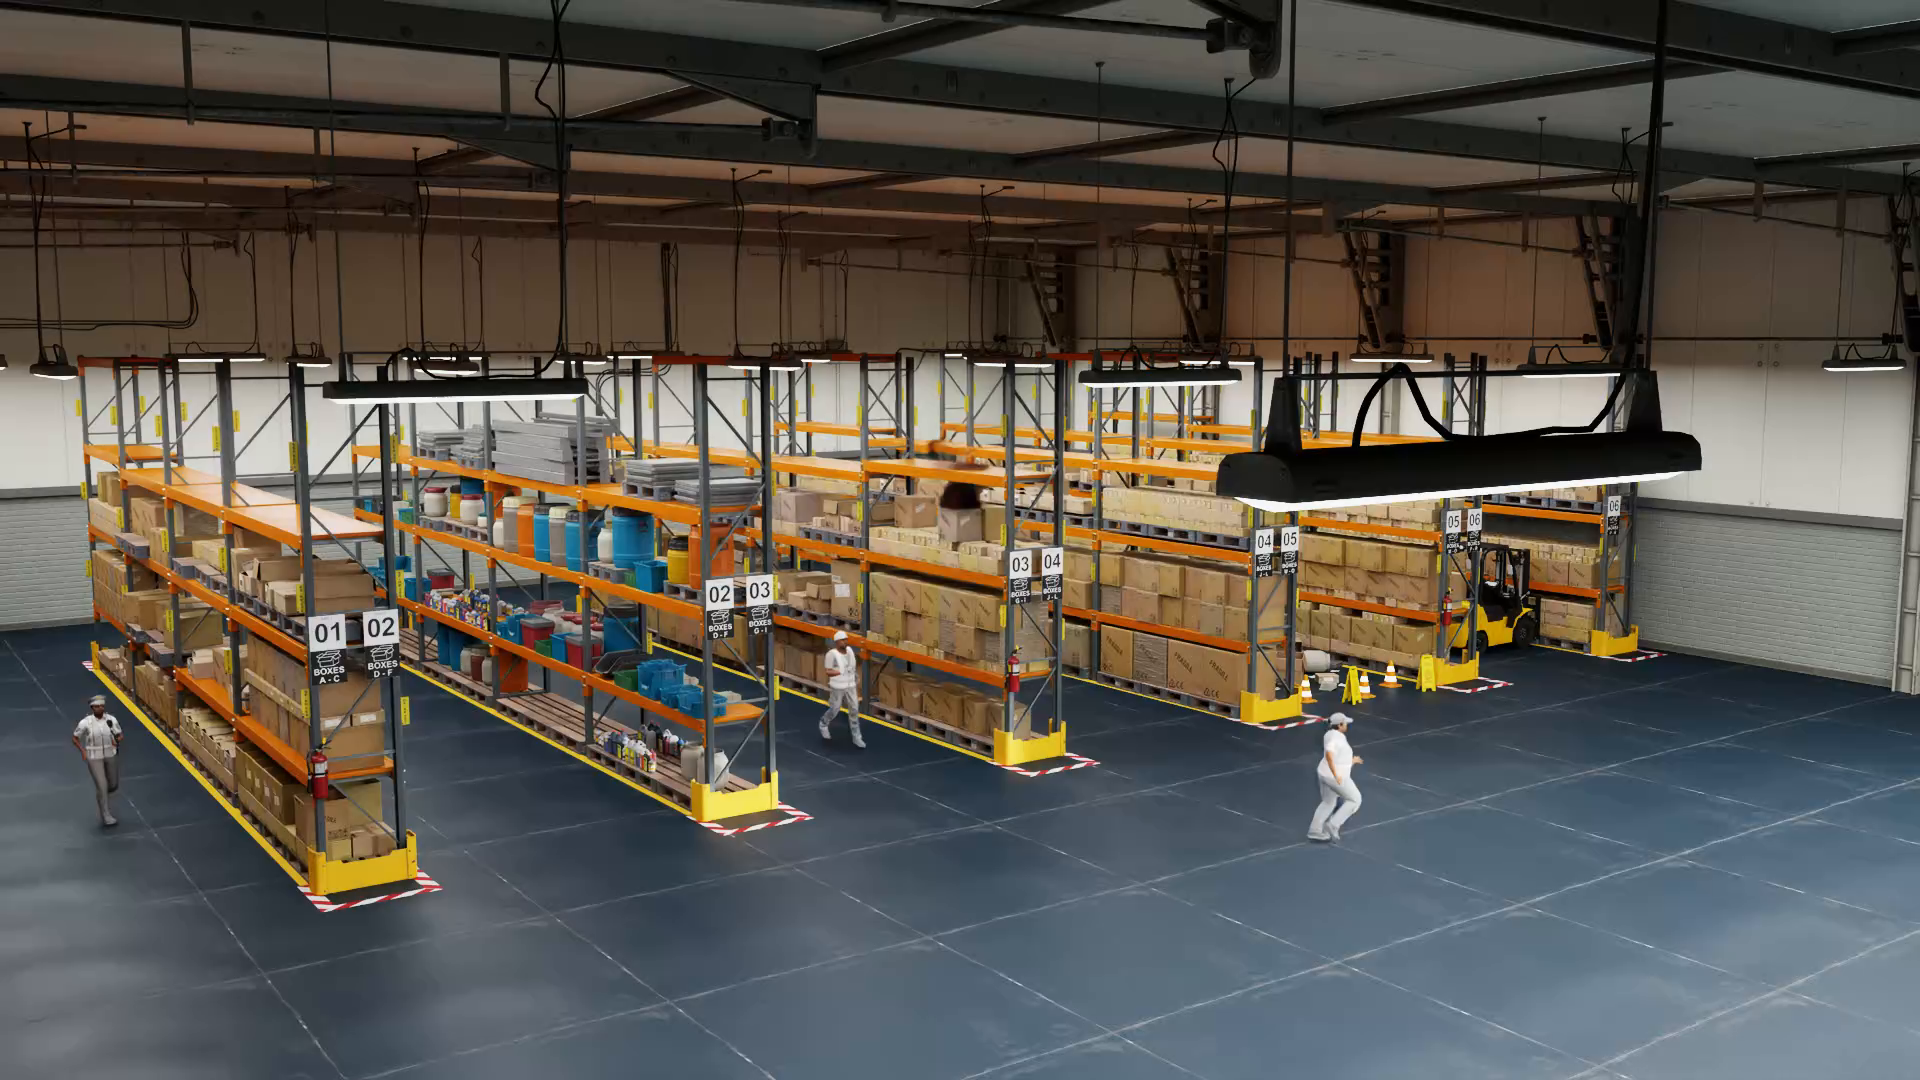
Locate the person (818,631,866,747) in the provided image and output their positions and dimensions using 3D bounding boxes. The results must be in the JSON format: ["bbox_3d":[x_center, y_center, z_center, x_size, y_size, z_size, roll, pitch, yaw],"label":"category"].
[{"bbox_3d":[-1.828,2.288,25.844,0.683,1.771,0.995,-6,9,-41],"label":"person"}]

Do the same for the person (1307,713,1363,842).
[{"bbox_3d":[4.750,2.981,20.929,0.721,1.631,0.576,-1,7,-11],"label":"person"}]

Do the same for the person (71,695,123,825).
[{"bbox_3d":[-11.310,2.853,21.872,0.588,1.669,0.834,-7,10,-44],"label":"person"}]
